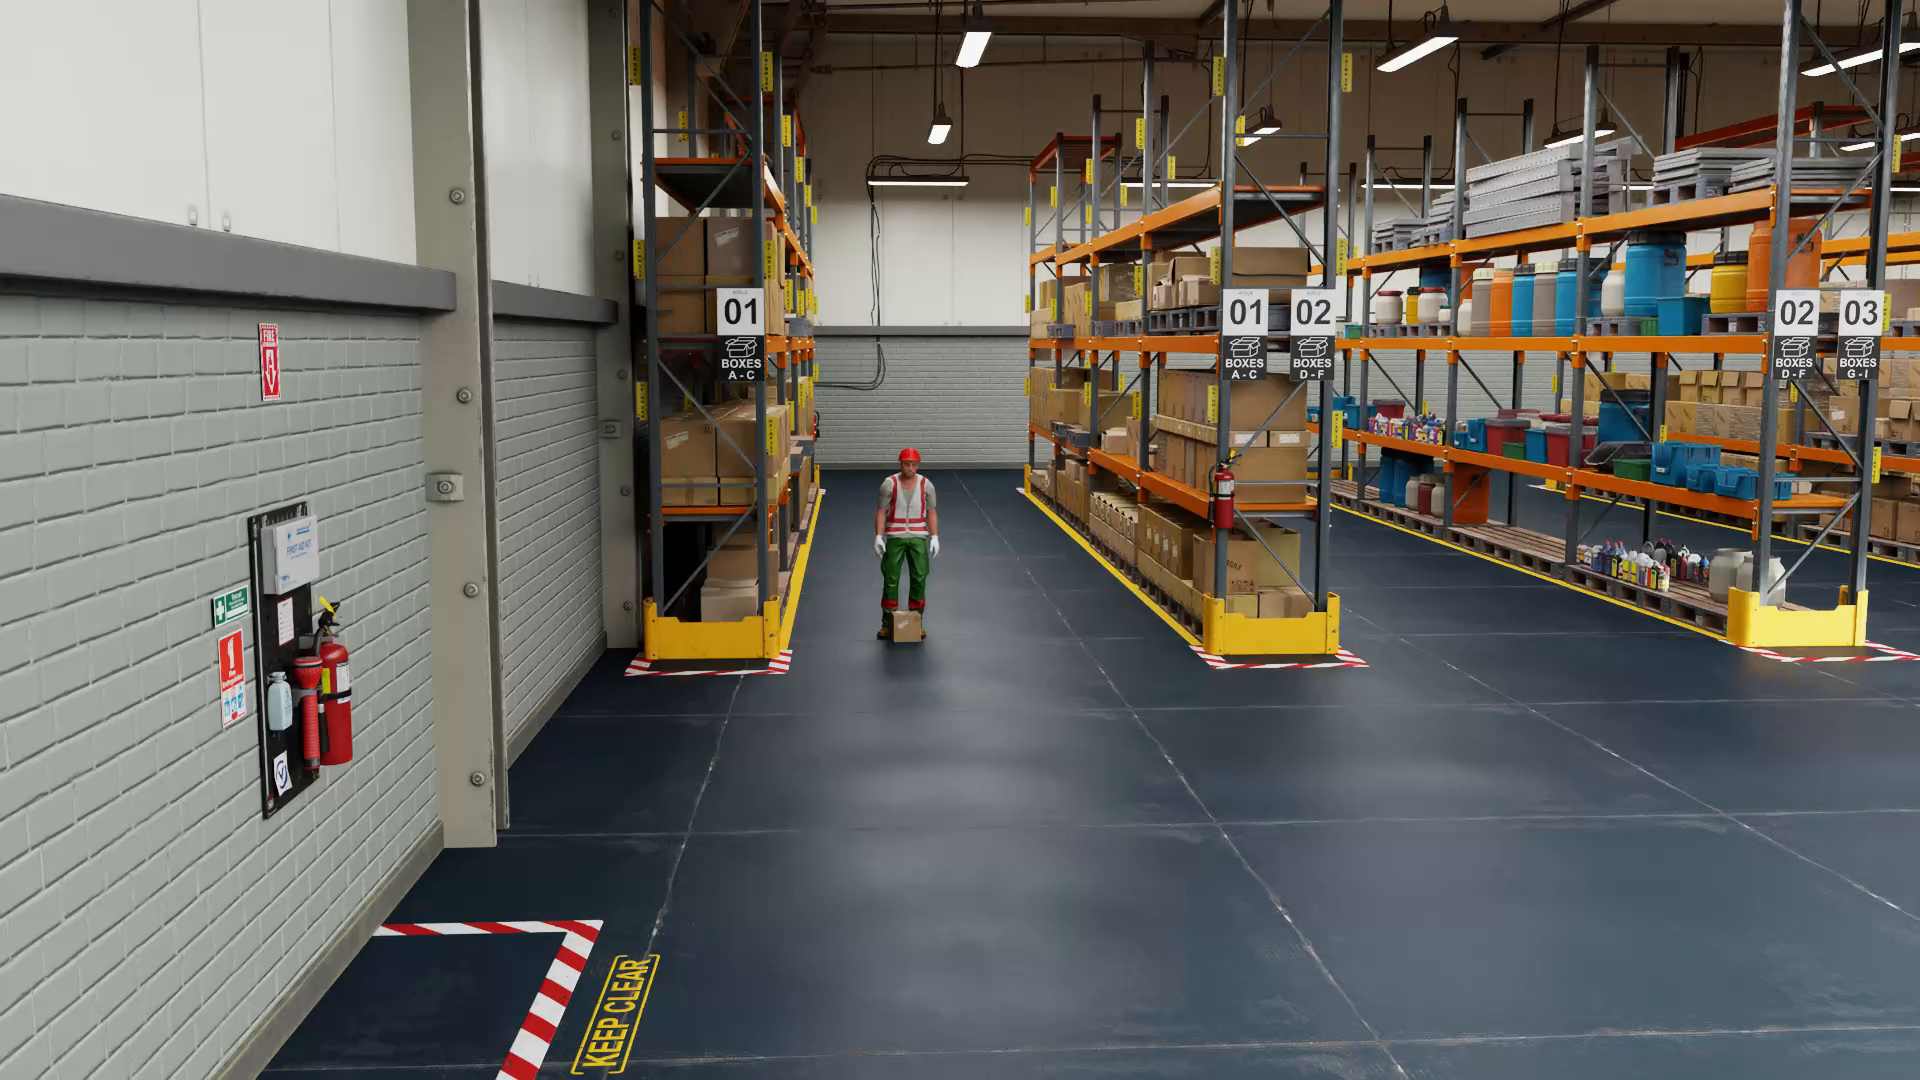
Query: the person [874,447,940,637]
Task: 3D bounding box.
[{"bbox_3d":[-0.497,0.015,15.543,0.620,1.780,0.446,-1,7,-7],"label":"person"}]
